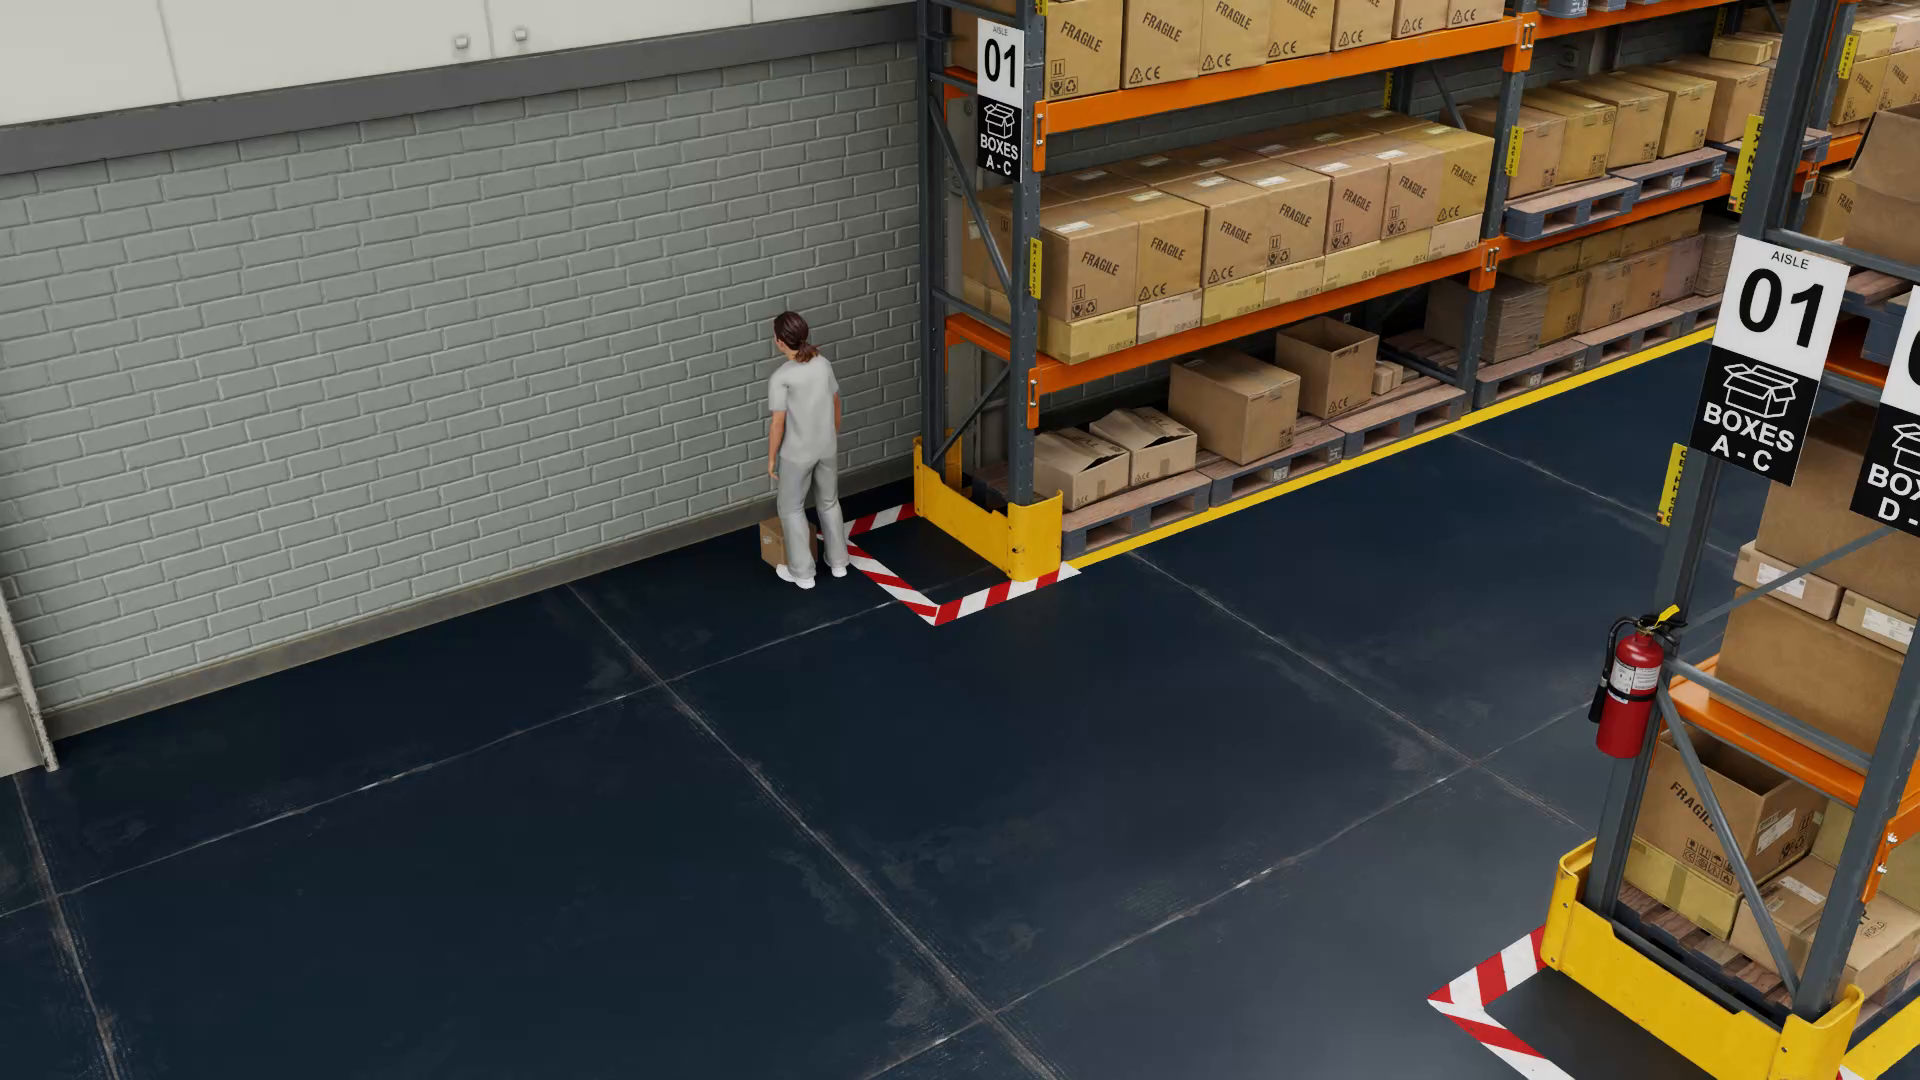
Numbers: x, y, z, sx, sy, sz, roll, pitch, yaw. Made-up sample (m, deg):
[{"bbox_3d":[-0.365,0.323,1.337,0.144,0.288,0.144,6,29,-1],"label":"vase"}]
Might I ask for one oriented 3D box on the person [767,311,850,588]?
[{"bbox_3d":[-0.888,-0.514,9.566,0.514,1.672,0.363,-21,35,-33],"label":"person"}]
